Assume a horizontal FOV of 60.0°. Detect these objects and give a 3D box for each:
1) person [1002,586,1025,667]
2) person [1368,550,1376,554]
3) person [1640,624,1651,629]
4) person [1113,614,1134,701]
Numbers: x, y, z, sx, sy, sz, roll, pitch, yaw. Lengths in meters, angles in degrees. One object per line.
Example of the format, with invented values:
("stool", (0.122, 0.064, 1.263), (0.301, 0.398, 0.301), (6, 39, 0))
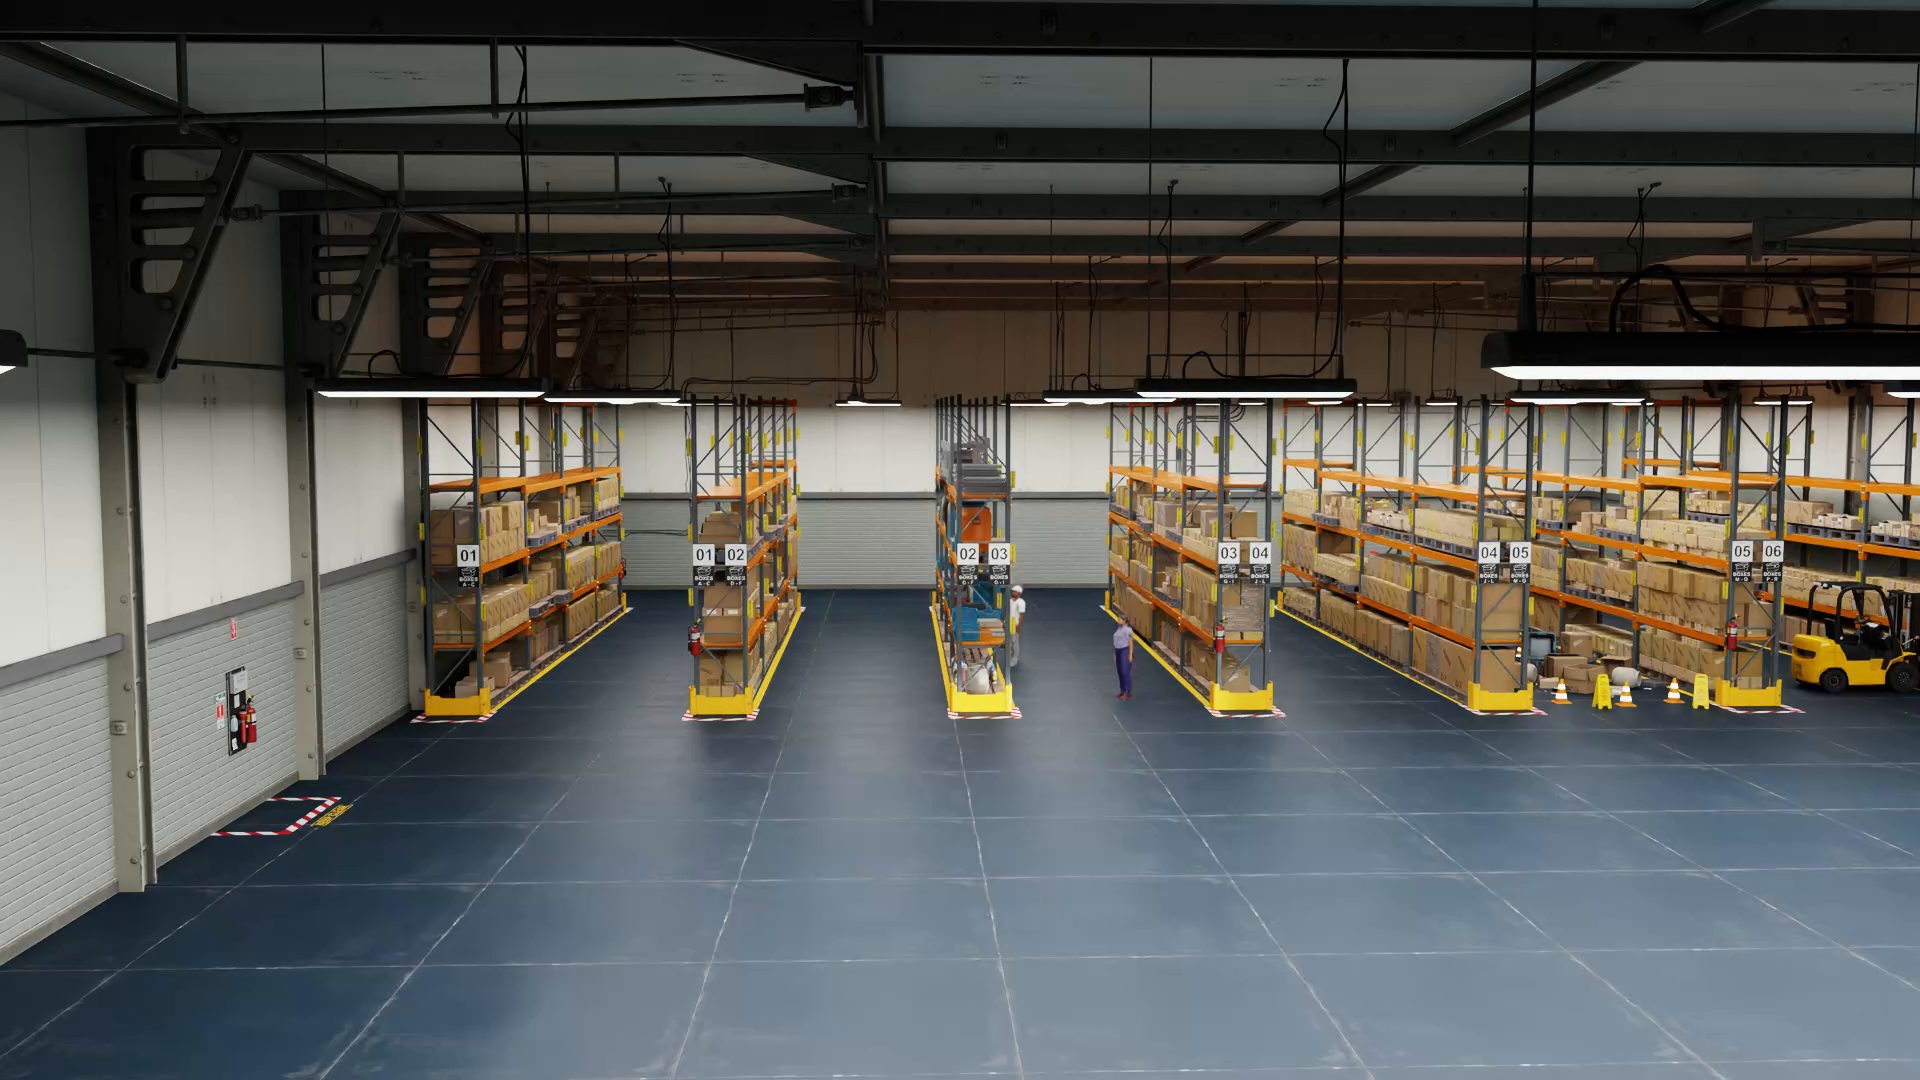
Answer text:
("person", (1.165, 1.914, 37.210), (0.564, 1.773, 0.588), (-4, 6, -43))
("person", (11.423, 1.180, 46.489), (0.633, 1.781, 0.579), (1, 5, 8))
("person", (17.979, 1.458, 43.400), (0.432, 1.822, 0.576), (2, 5, 24))
("person", (3.230, 2.309, 32.991), (0.435, 1.663, 0.620), (-2, 5, -21))
